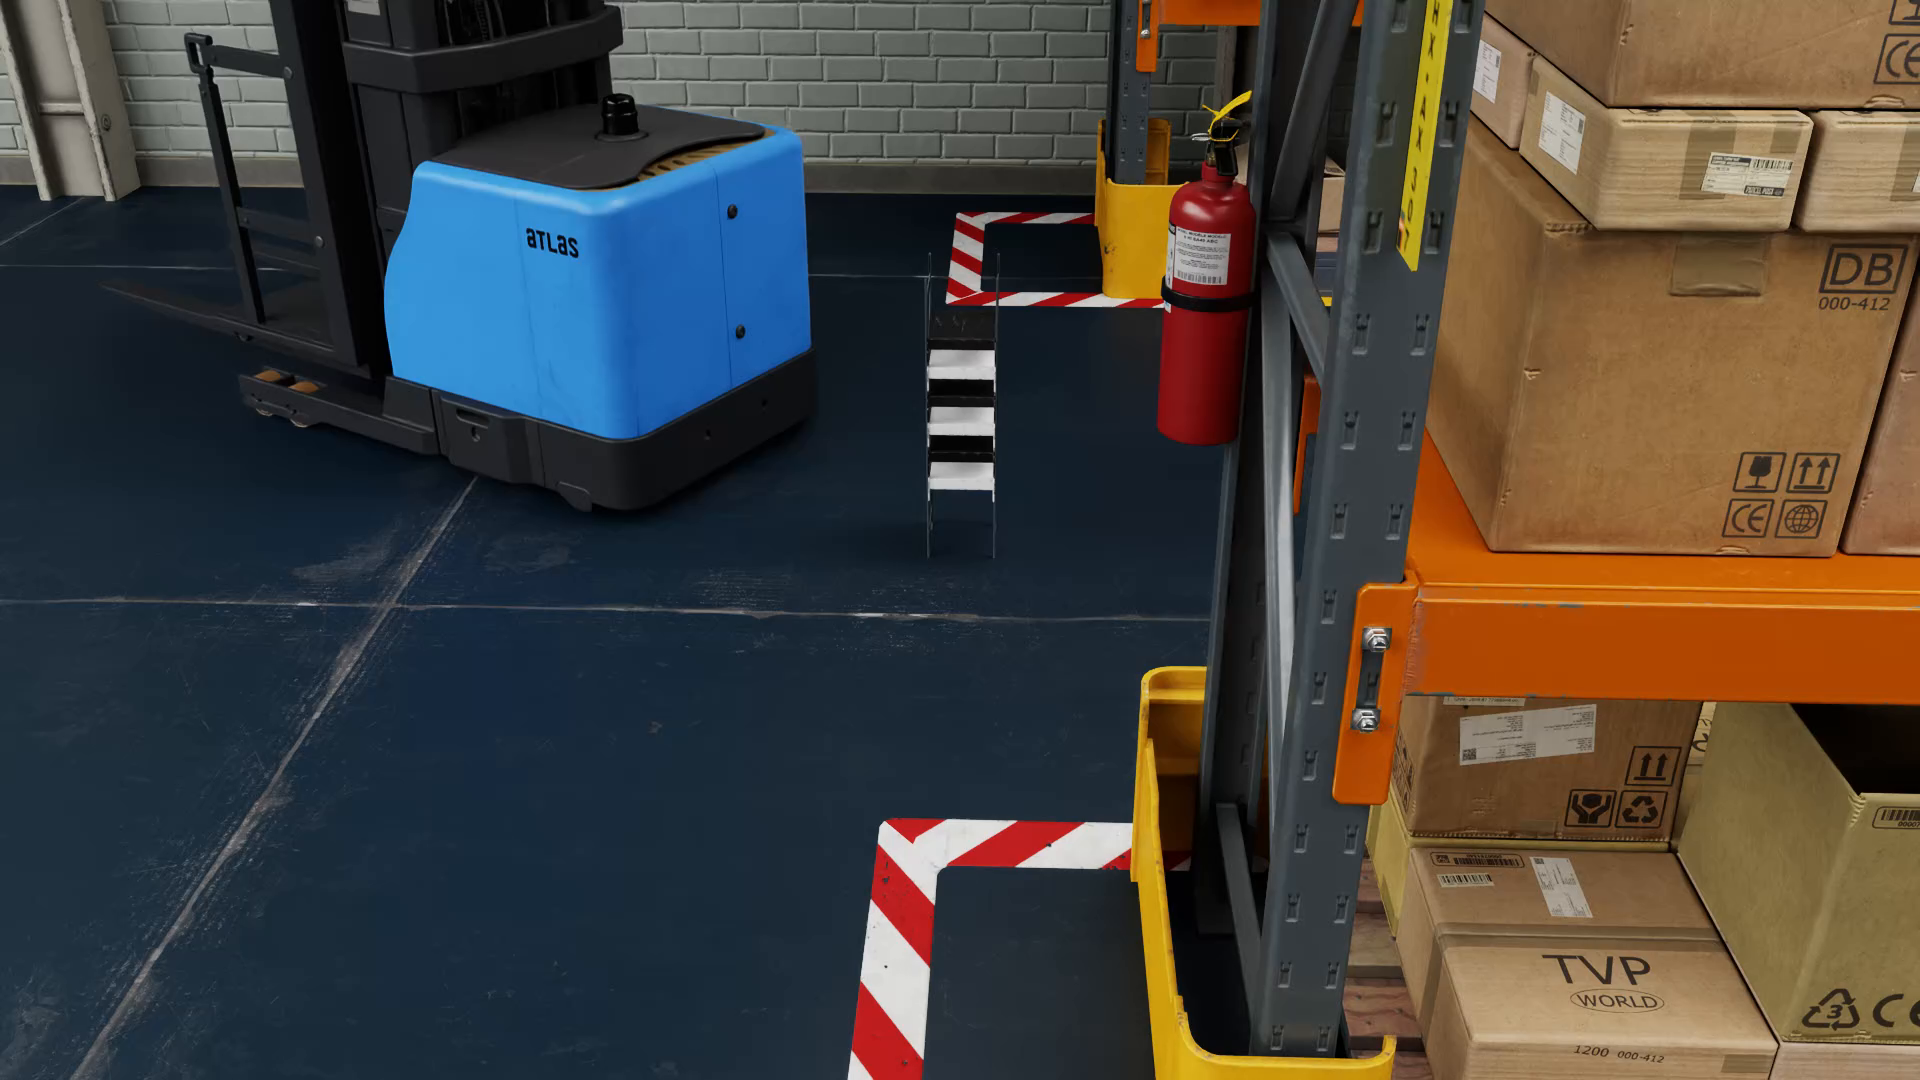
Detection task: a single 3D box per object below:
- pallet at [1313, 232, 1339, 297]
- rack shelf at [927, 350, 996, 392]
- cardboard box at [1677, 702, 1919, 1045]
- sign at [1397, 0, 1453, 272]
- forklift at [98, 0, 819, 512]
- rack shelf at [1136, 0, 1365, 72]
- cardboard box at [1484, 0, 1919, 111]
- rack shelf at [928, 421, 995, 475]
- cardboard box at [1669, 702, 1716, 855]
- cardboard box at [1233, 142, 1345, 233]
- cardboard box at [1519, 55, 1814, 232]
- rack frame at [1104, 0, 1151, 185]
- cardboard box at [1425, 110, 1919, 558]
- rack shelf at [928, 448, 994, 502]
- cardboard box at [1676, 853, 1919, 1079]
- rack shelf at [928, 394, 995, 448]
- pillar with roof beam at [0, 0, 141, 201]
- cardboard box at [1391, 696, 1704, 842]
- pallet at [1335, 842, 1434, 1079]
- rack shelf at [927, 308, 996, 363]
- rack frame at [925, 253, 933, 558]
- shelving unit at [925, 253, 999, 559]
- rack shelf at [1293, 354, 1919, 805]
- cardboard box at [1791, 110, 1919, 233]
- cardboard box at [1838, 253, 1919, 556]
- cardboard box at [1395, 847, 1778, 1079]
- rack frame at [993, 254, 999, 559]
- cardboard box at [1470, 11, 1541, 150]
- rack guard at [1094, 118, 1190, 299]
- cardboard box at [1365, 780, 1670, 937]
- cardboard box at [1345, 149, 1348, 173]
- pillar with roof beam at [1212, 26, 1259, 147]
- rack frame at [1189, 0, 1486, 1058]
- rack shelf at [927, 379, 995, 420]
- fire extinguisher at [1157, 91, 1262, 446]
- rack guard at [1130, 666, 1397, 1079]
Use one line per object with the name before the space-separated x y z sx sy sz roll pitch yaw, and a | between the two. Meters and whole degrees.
pallet | 1.629 -1.385 7.637 1.213 0.211 1.003 1 28 2
rack shelf | 0.008 -0.527 4.970 0.200 0.077 0.258 1 28 2
cardboard box | 1.599 0.489 2.811 0.500 0.500 0.500 1 28 2
sign | 0.546 -0.487 1.957 0.005 0.325 0.100 1 28 2
forklift | -2.031 -1.891 5.688 3.031 2.935 1.130 16 32 28
rack shelf | 2.741 -2.297 7.148 4.000 0.370 1.077 1 28 2
cardboard box | 1.090 -0.932 2.313 0.500 0.500 0.700 1 28 2
rack shelf | 0.008 -0.288 5.097 0.200 0.077 0.258 1 28 2
cardboard box | 1.618 0.573 3.453 0.500 0.250 0.500 1 28 2
cardboard box | 1.431 -1.601 7.468 0.500 0.311 0.500 -2 28 -4
cardboard box | 0.956 -0.553 2.290 0.250 0.149 0.380 1 28 1
rack frame | 0.742 -2.648 7.042 0.127 3.000 1.000 1 28 2
cardboard box | 1.037 -0.360 2.619 0.500 0.500 0.700 1 28 2
rack shelf | 0.008 -0.209 5.139 0.200 0.077 0.258 1 28 2
cardboard box | 1.599 0.820 2.988 0.500 0.250 0.500 1 28 2
rack shelf | 0.008 -0.368 5.055 0.200 0.077 0.258 1 28 2
pillar with roof beam | -4.676 -3.776 2.765 0.400 9.000 9.100 1 28 2
cardboard box | 1.118 0.238 3.284 0.500 0.500 0.500 1 28 2
pallet | 1.337 0.896 3.334 1.213 0.211 1.003 1 28 2
rack shelf | 0.008 -0.607 4.928 0.200 0.077 0.258 1 28 2
rack frame | -0.093 -0.399 5.042 0.006 0.900 0.240 1 28 2
shelving unit | 0.008 -0.397 5.039 0.210 0.900 0.258 1 28 2
rack shelf | 2.570 0.022 2.774 4.000 0.370 1.077 1 28 2
cardboard box | 1.220 -0.549 2.285 0.250 0.149 0.380 0 28 0
cardboard box | 1.562 -0.353 2.607 0.500 0.500 0.700 2 28 3
cardboard box | 1.099 0.813 3.001 0.500 0.250 0.500 1 28 2
rack frame | 0.110 -0.396 5.036 0.006 0.900 0.240 1 28 2
cardboard box | 0.960 -0.743 2.649 0.250 0.149 0.380 0 28 1
rack guard | 0.818 -1.542 7.625 0.348 0.500 1.175 1 28 2
cardboard box | 1.118 0.571 3.458 0.500 0.250 0.500 1 28 2
cardboard box | 2.000 -1.591 7.450 0.500 0.311 0.500 3 28 6
pillar with roof beam | 1.320 -3.677 2.578 0.400 9.000 9.100 1 28 2
rack frame | 0.571 -0.329 2.668 0.127 3.000 1.000 1 28 2
rack shelf | 0.008 -0.448 5.012 0.200 0.077 0.258 1 28 2
fire extinguisher | 0.469 -0.514 3.100 0.183 0.674 0.296 1 28 2
rack guard | 0.547 0.775 3.254 0.348 0.500 1.175 1 28 2
